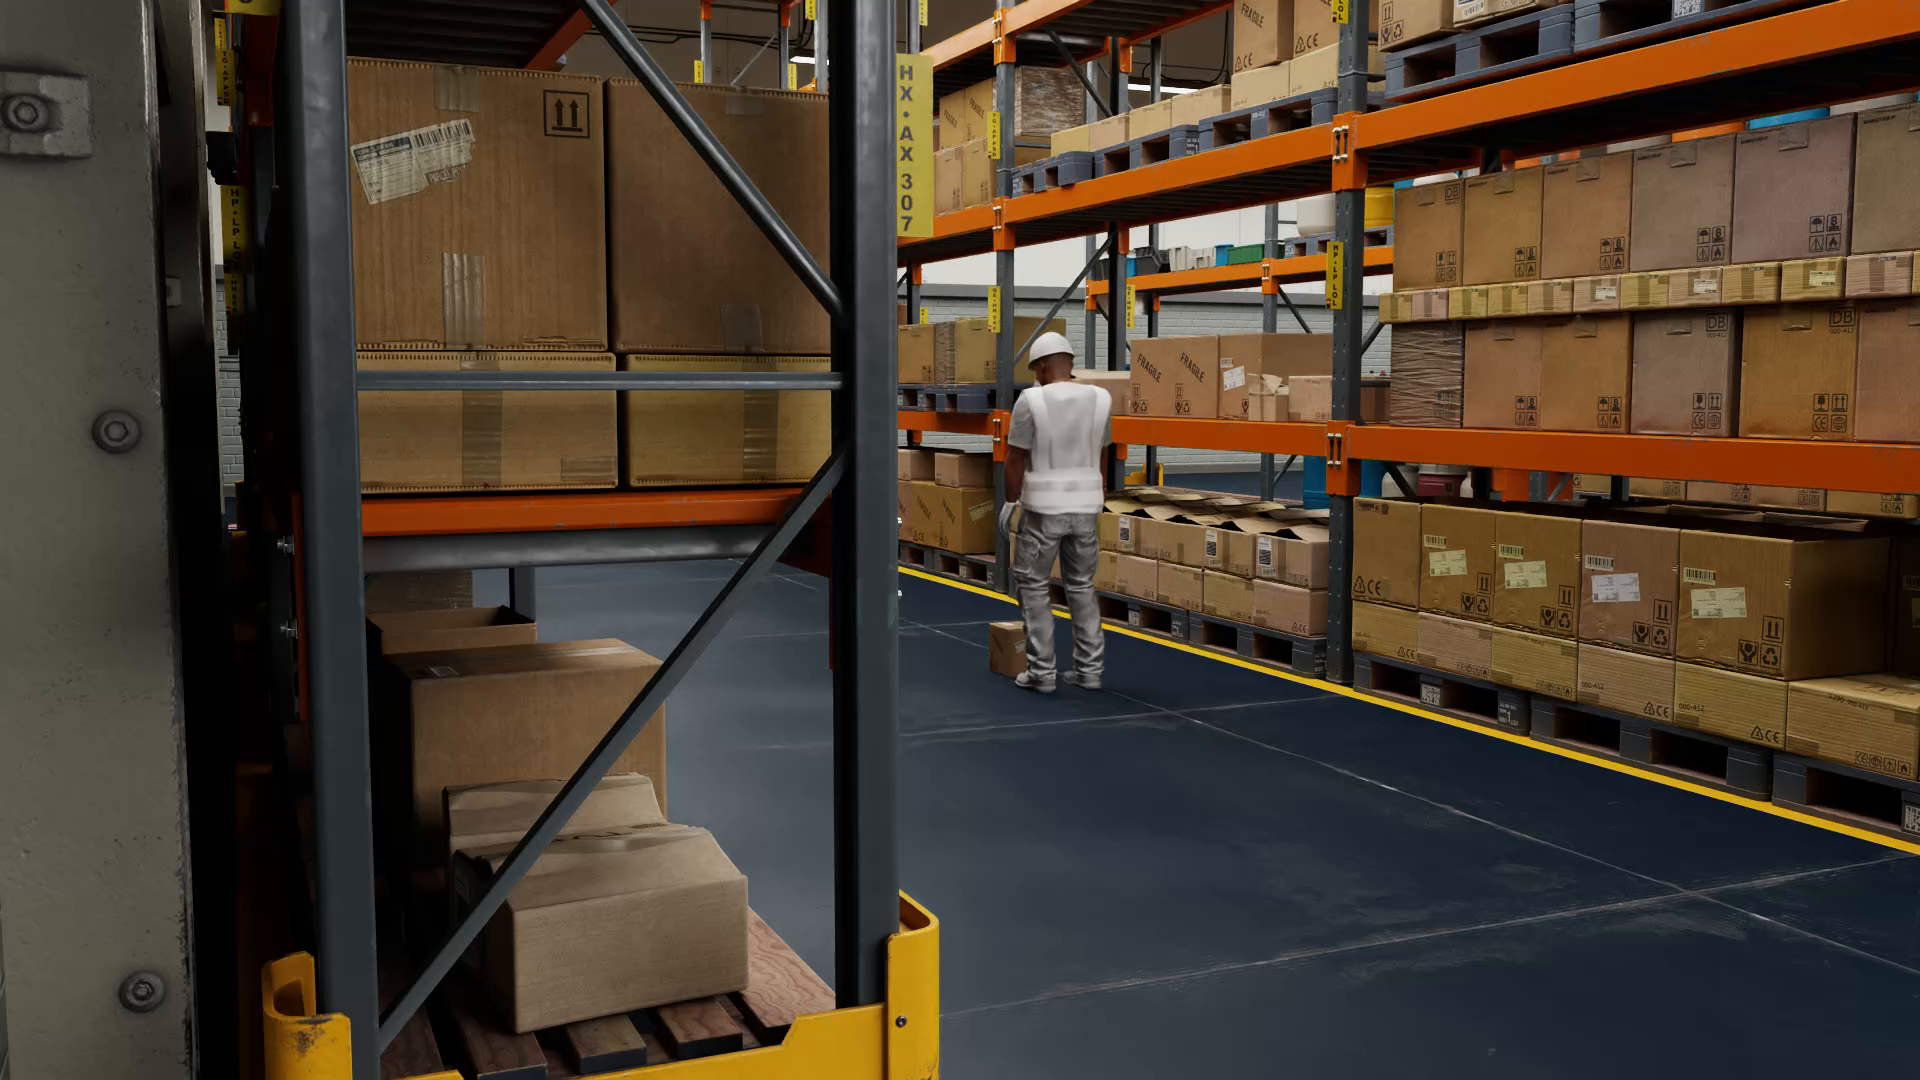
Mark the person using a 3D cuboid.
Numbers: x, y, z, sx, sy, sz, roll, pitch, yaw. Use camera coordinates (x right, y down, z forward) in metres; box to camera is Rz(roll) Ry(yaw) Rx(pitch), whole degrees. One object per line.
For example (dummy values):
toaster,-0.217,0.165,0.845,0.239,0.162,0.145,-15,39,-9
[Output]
person,0.469,-0.137,8.219,0.560,1.762,0.400,-2,6,-22
